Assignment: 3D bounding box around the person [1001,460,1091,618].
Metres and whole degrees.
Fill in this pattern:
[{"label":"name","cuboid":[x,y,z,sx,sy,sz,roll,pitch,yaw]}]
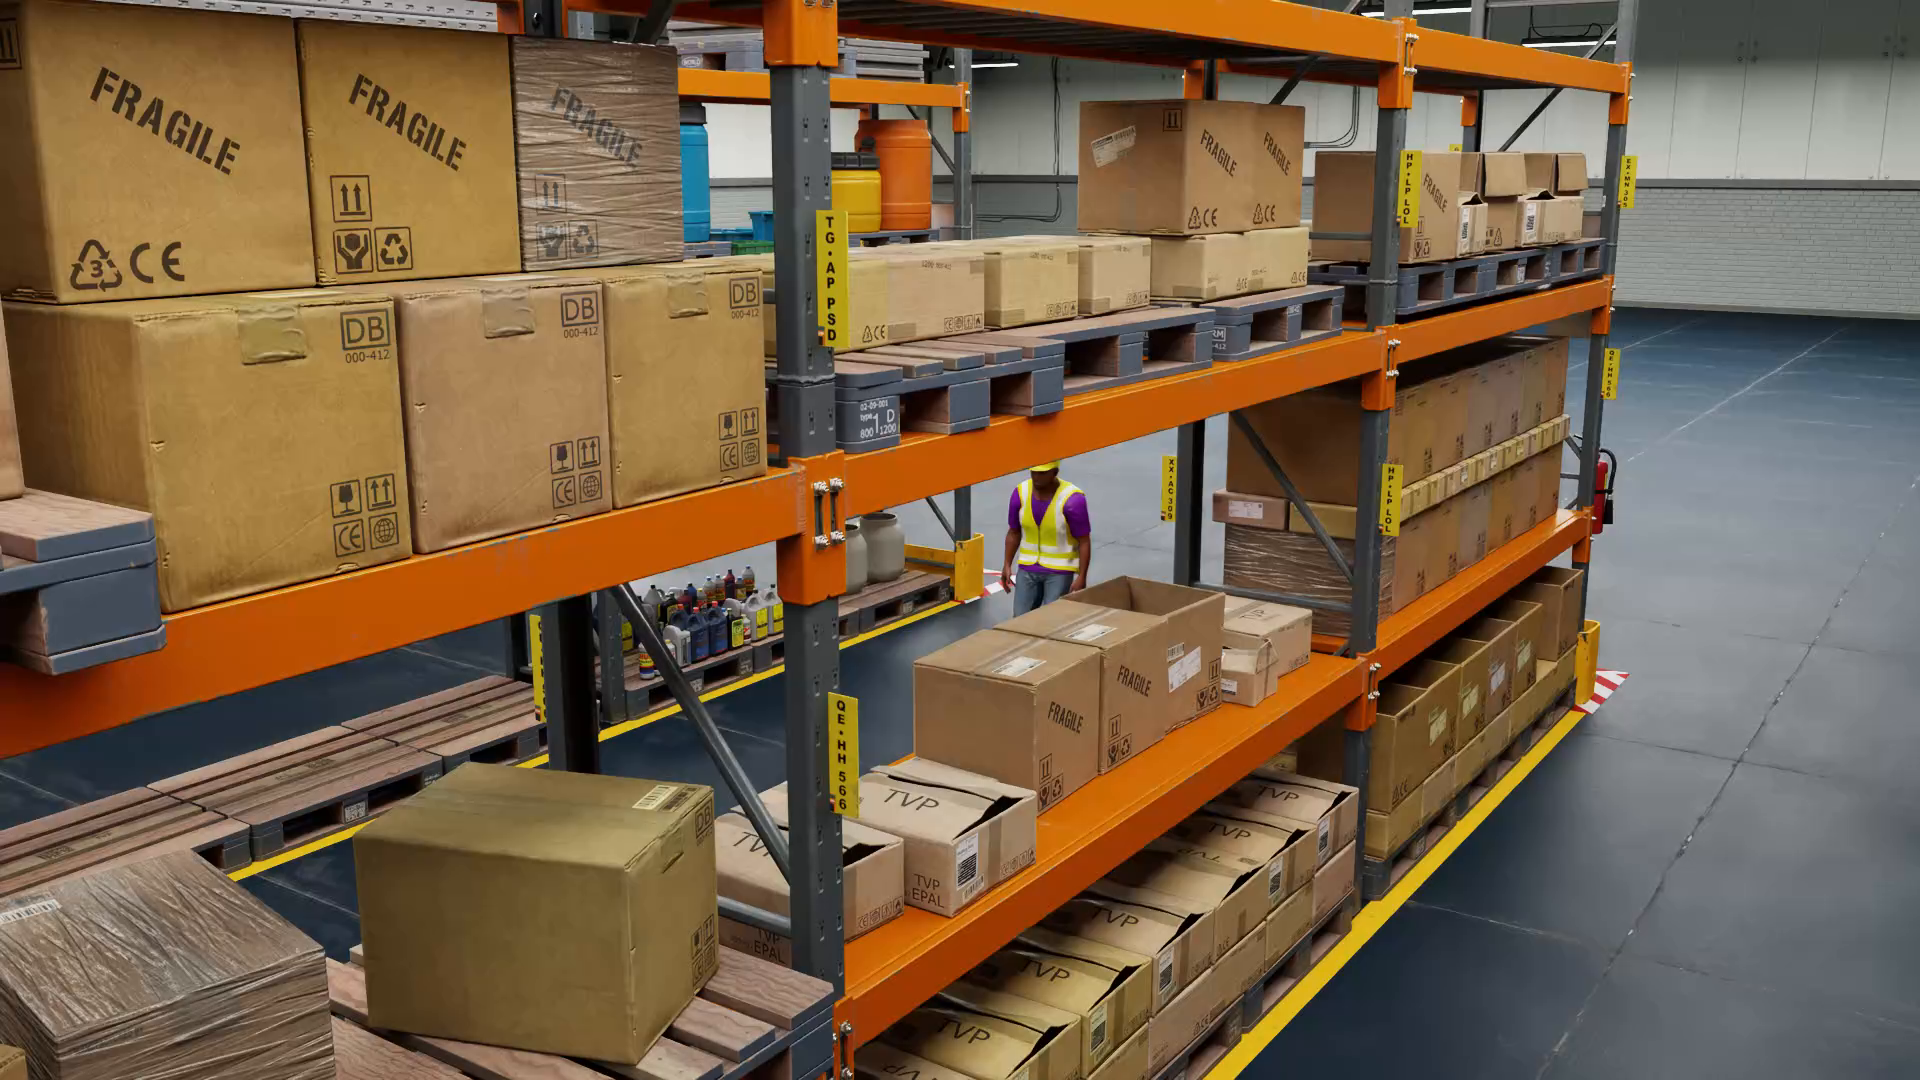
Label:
[{"label":"person","cuboid":[0.555,0.218,10.991,0.628,1.759,0.462,8,15,31]}]
